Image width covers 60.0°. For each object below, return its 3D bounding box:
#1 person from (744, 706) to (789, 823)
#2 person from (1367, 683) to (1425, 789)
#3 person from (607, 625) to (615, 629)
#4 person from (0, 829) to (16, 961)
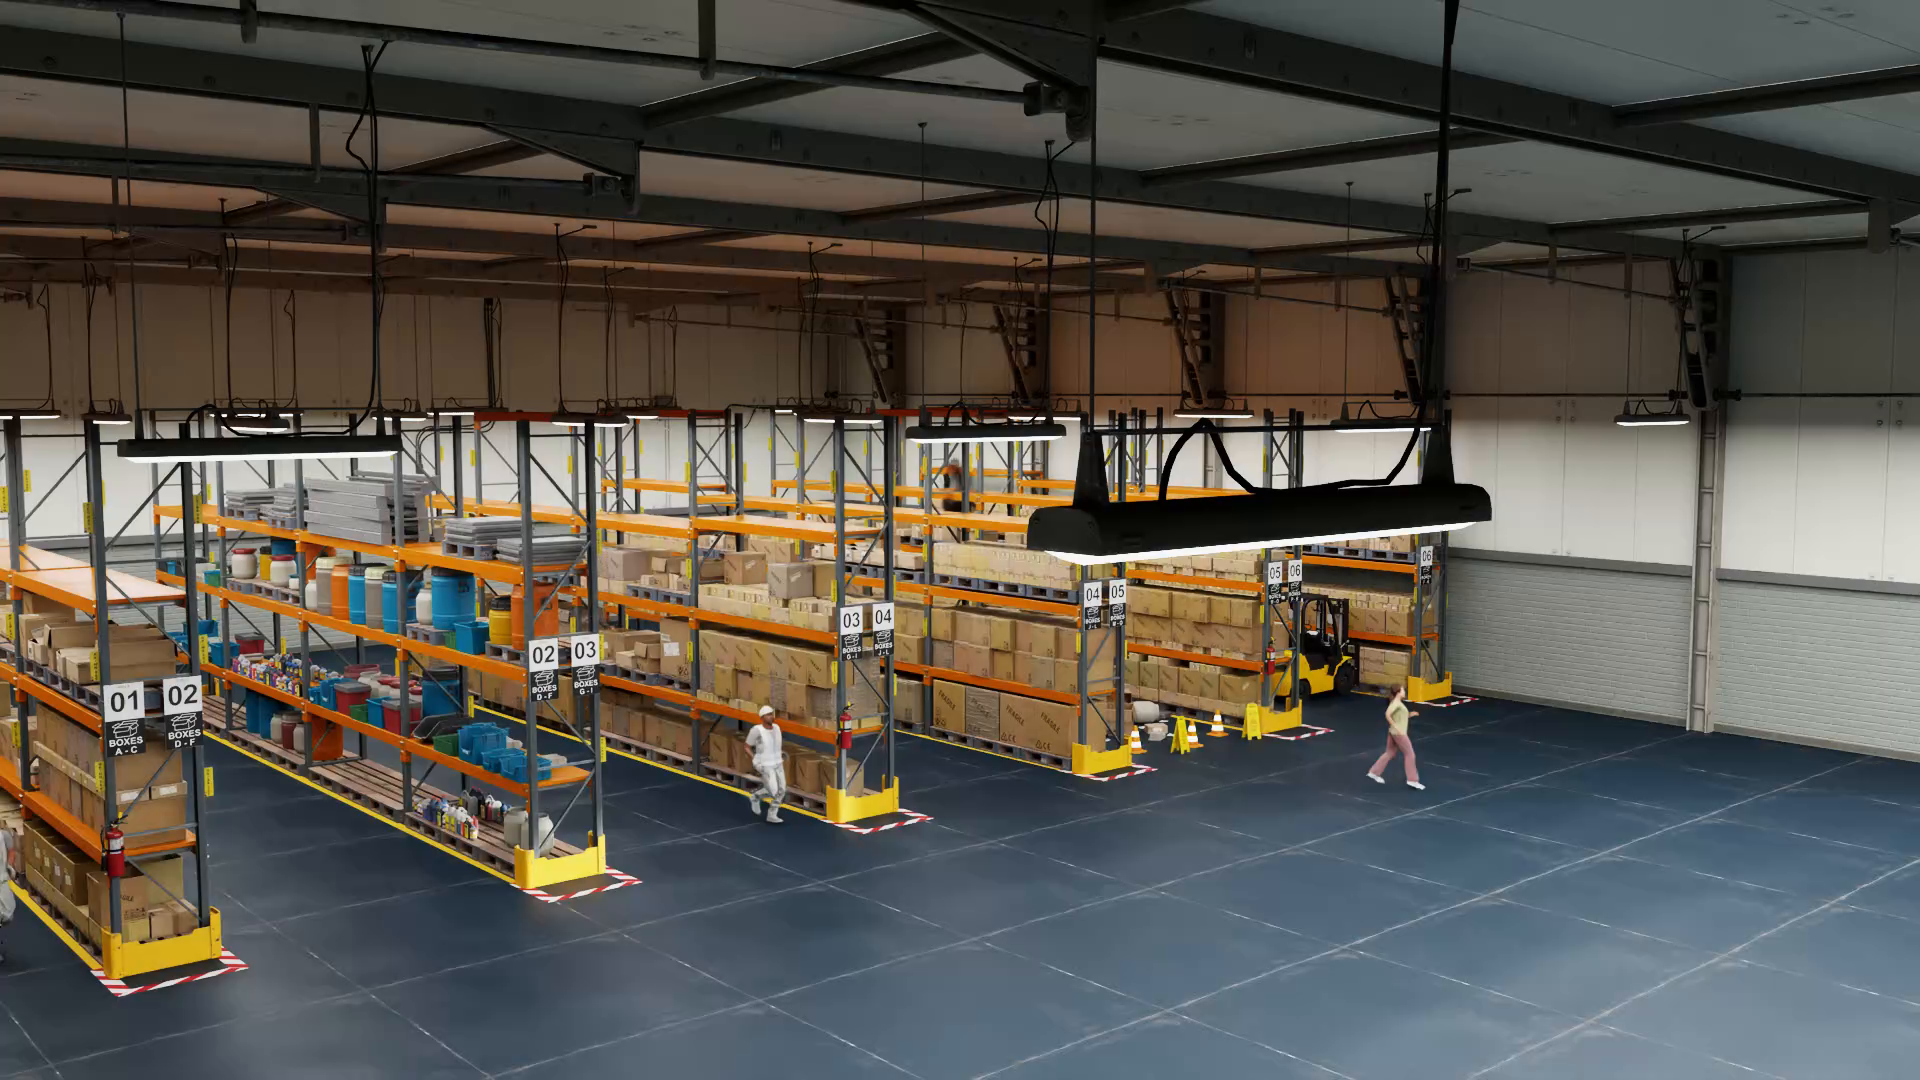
[{"bbox_3d":[-2.823,3.308,24.552,0.574,1.721,0.674,5,7,43],"label":"person"},{"bbox_3d":[7.004,3.137,26.657,0.903,1.694,0.563,0,5,1],"label":"person"},{"bbox_3d":[-7.205,2.528,34.336,0.538,1.568,0.736,-4,6,-39],"label":"person"},{"bbox_3d":[-10.881,3.830,18.593,0.623,1.738,0.655,5,7,42],"label":"person"}]
